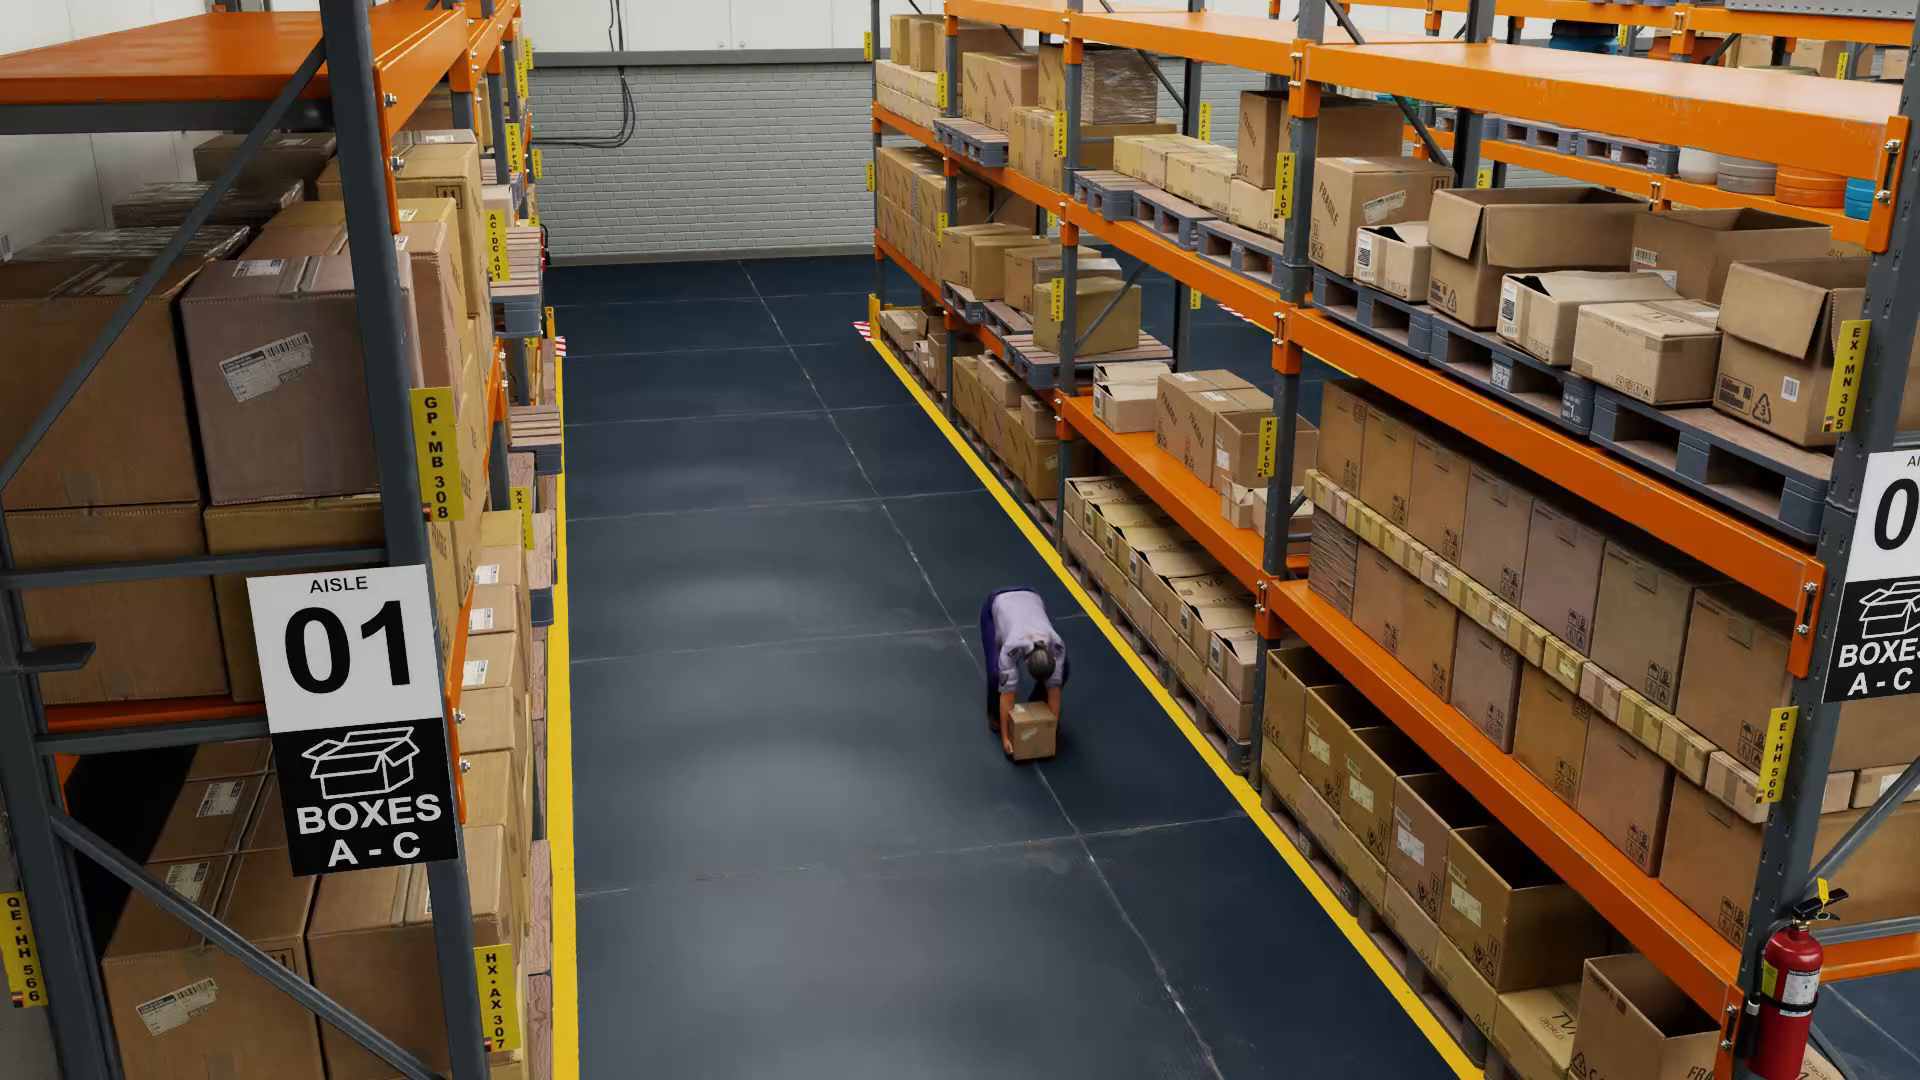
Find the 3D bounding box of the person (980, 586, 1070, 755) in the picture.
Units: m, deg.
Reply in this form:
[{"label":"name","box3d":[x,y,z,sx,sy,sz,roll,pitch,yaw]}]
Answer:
[{"label":"person","box3d":[0.415,0.785,10.084,0.508,0.855,0.898,-6,20,-15]}]
